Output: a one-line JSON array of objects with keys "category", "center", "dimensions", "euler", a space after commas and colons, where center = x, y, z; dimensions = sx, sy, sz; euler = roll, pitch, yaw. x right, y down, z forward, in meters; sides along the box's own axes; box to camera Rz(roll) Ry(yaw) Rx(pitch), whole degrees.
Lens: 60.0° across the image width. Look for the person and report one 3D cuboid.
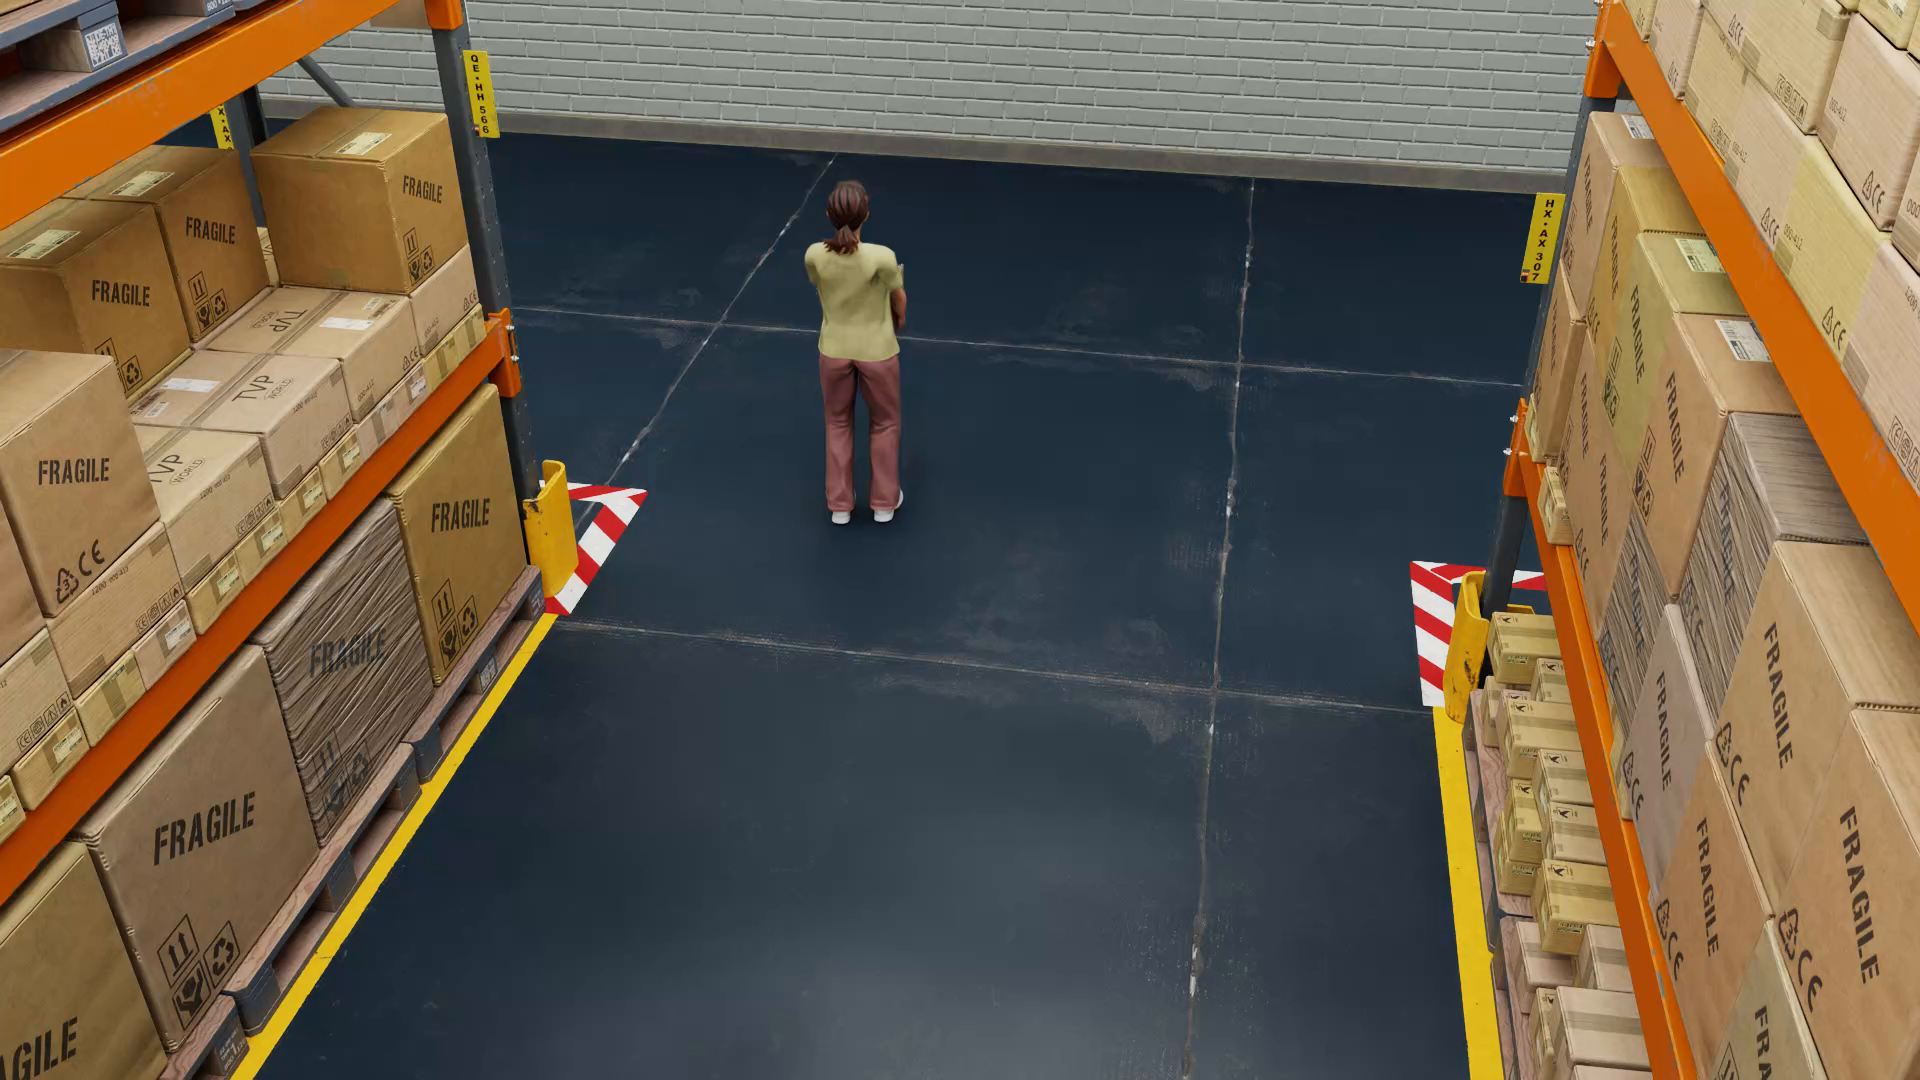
[{"category": "person", "center": [-0.443, -0.857, 7.494], "dimensions": [0.419, 1.667, 0.548], "euler": [5, 33, 9]}]
